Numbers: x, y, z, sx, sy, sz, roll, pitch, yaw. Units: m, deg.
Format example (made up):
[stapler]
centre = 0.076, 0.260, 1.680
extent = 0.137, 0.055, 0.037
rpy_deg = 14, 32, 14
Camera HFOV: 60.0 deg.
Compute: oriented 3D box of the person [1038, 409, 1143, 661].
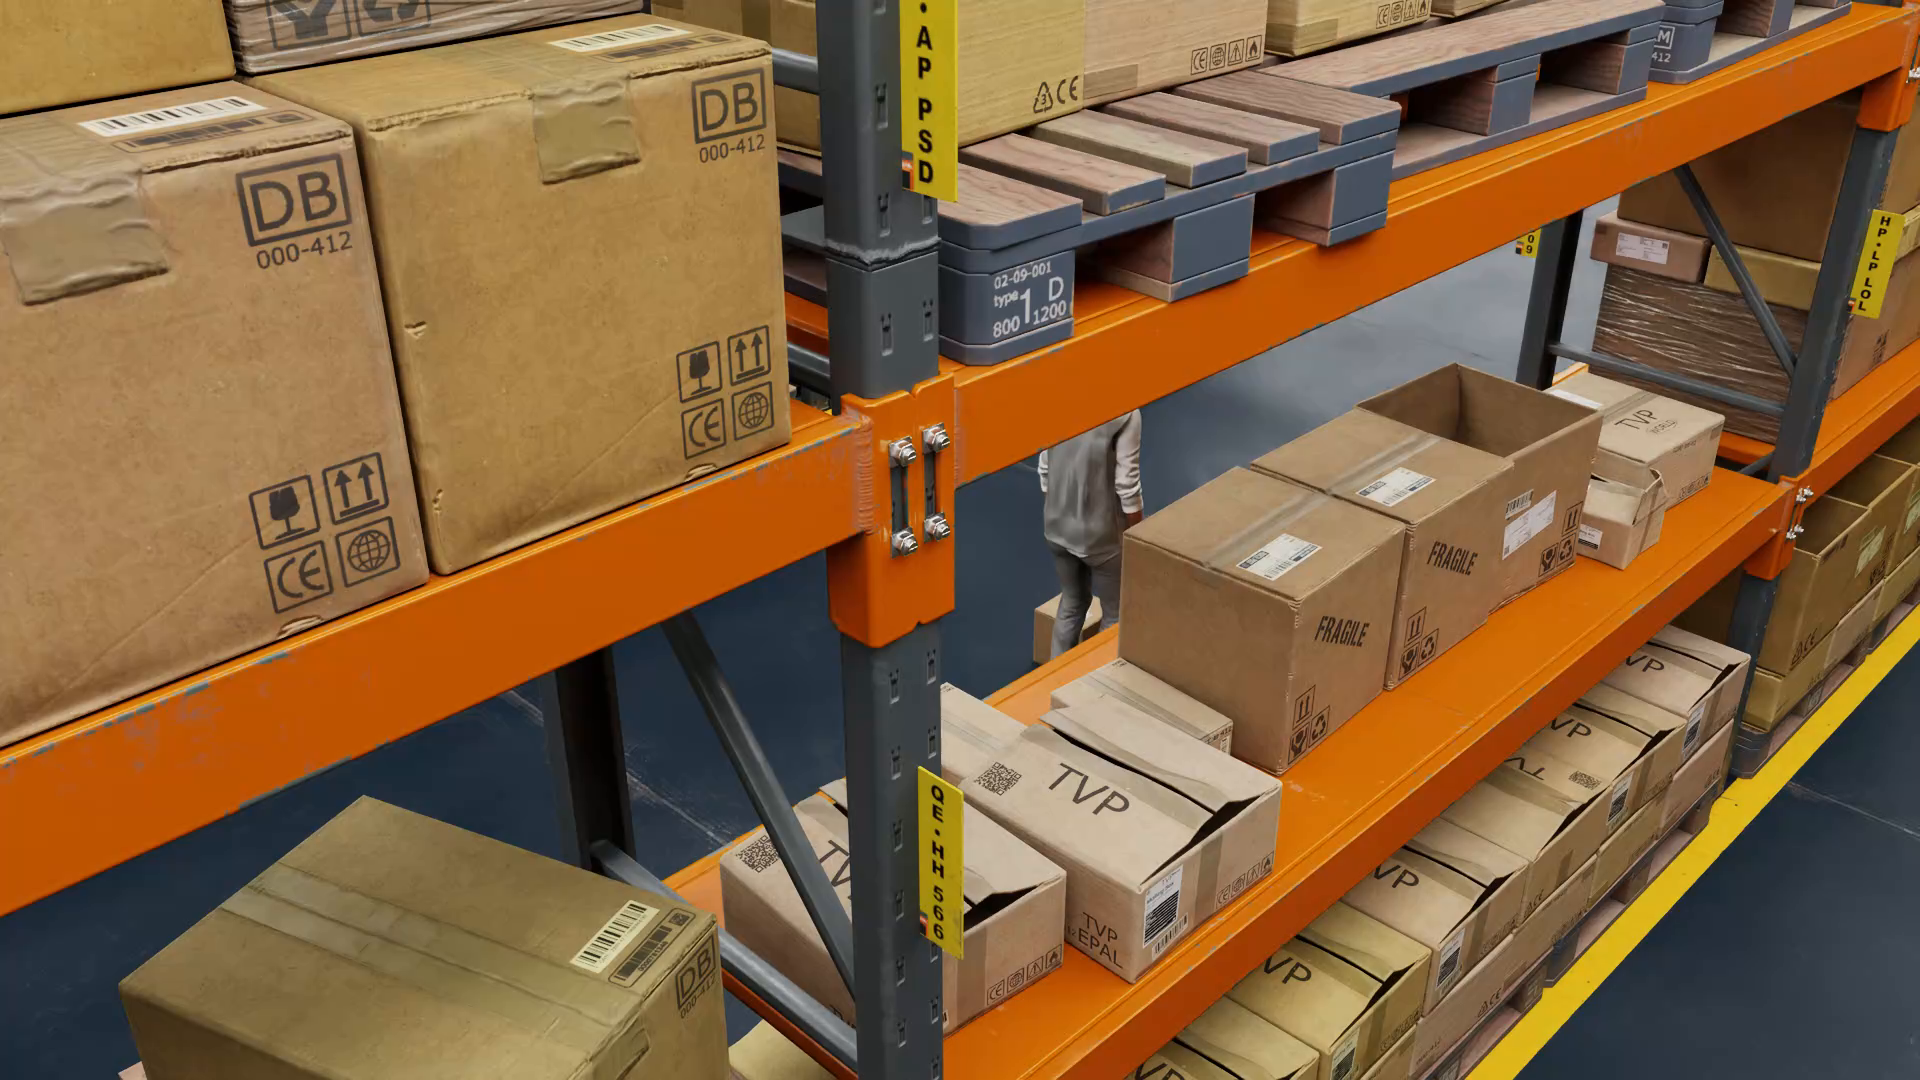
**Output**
[person]
centre = 0.498, -0.033, 6.198
extent = 0.475, 1.591, 0.346
rpy_deg = 23, 36, 37
